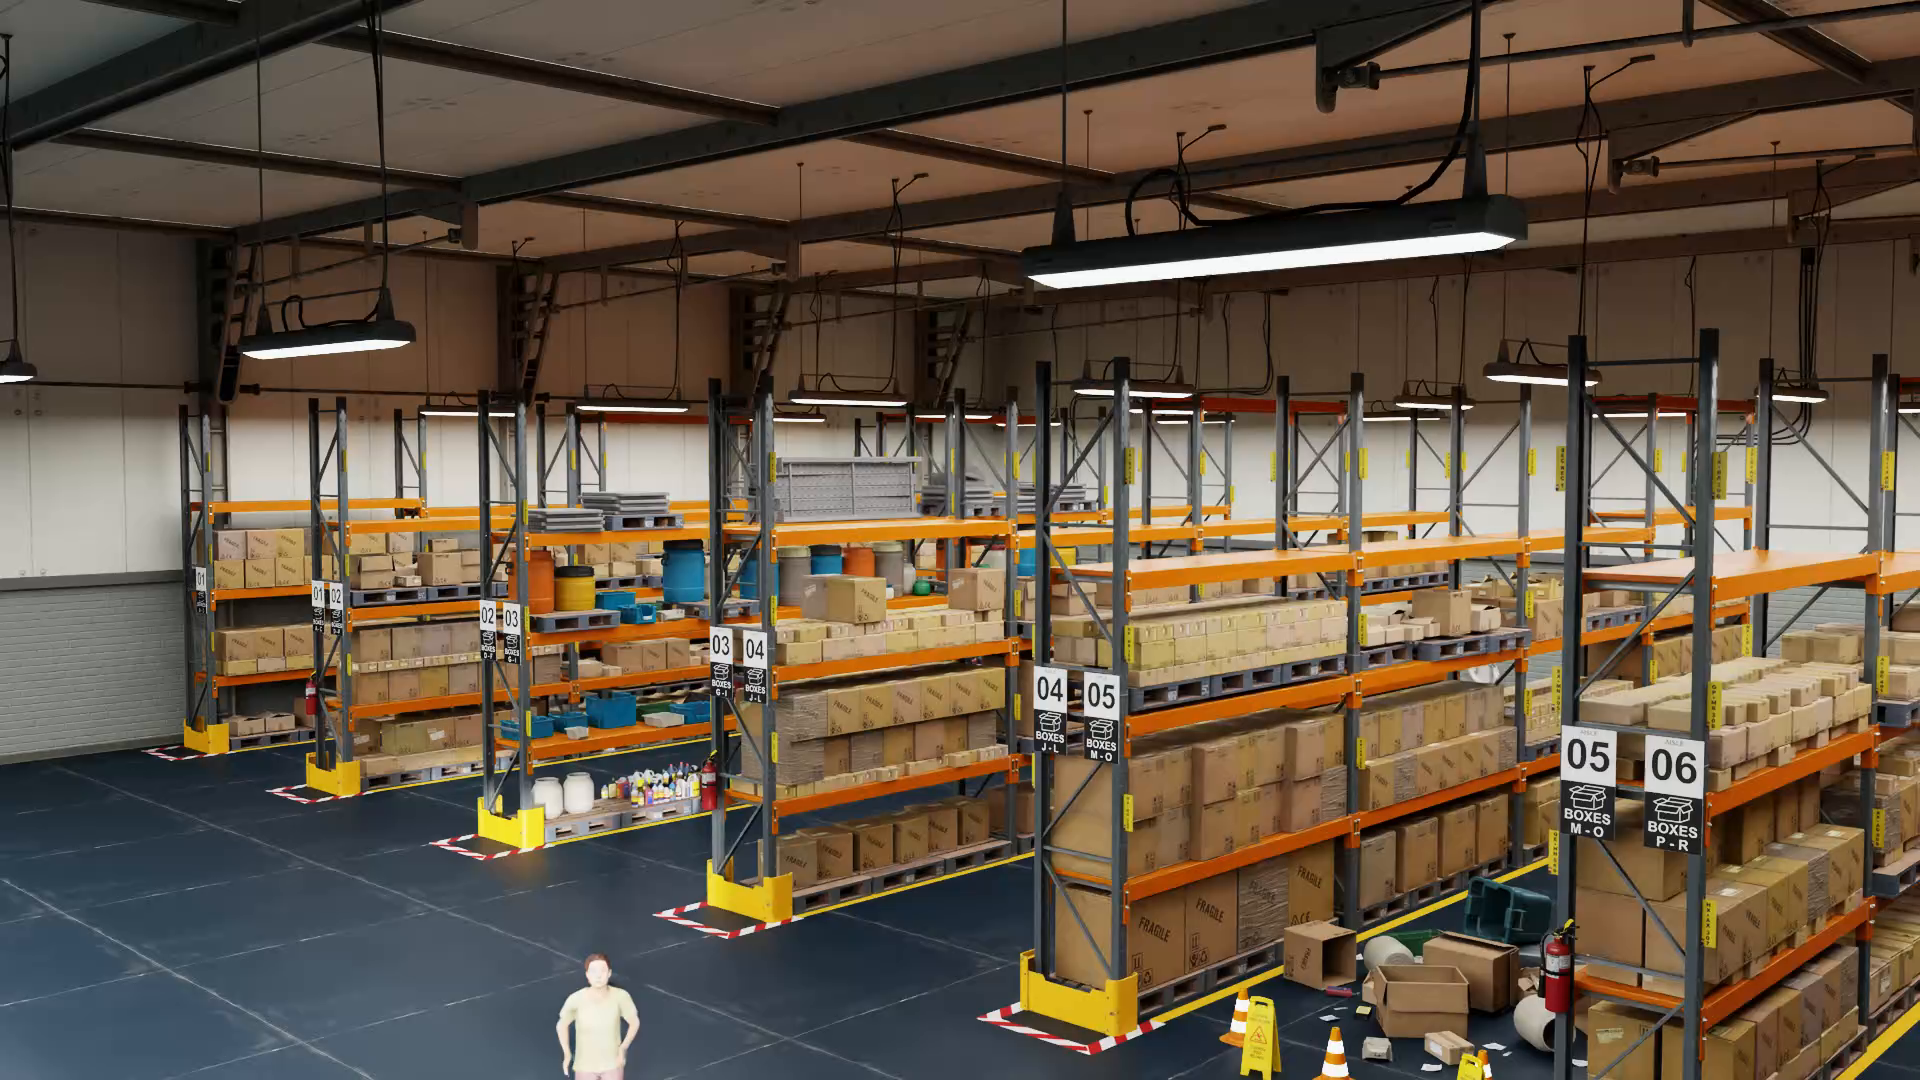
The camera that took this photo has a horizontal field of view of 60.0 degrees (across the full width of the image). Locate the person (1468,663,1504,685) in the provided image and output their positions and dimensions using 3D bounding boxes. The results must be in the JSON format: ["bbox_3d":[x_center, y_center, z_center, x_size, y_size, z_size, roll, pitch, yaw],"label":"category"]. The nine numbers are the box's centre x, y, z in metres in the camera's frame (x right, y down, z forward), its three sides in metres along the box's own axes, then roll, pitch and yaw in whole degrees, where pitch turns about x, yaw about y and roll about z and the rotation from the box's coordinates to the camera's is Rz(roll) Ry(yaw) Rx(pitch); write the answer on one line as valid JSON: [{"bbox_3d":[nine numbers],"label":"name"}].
[{"bbox_3d":[9.653,2.695,30.716,0.752,1.715,0.668,-2,4,-34],"label":"person"}]

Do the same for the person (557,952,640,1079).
[{"bbox_3d":[-2.565,3.732,11.821,0.581,1.627,0.565,-1,3,-14],"label":"person"}]
